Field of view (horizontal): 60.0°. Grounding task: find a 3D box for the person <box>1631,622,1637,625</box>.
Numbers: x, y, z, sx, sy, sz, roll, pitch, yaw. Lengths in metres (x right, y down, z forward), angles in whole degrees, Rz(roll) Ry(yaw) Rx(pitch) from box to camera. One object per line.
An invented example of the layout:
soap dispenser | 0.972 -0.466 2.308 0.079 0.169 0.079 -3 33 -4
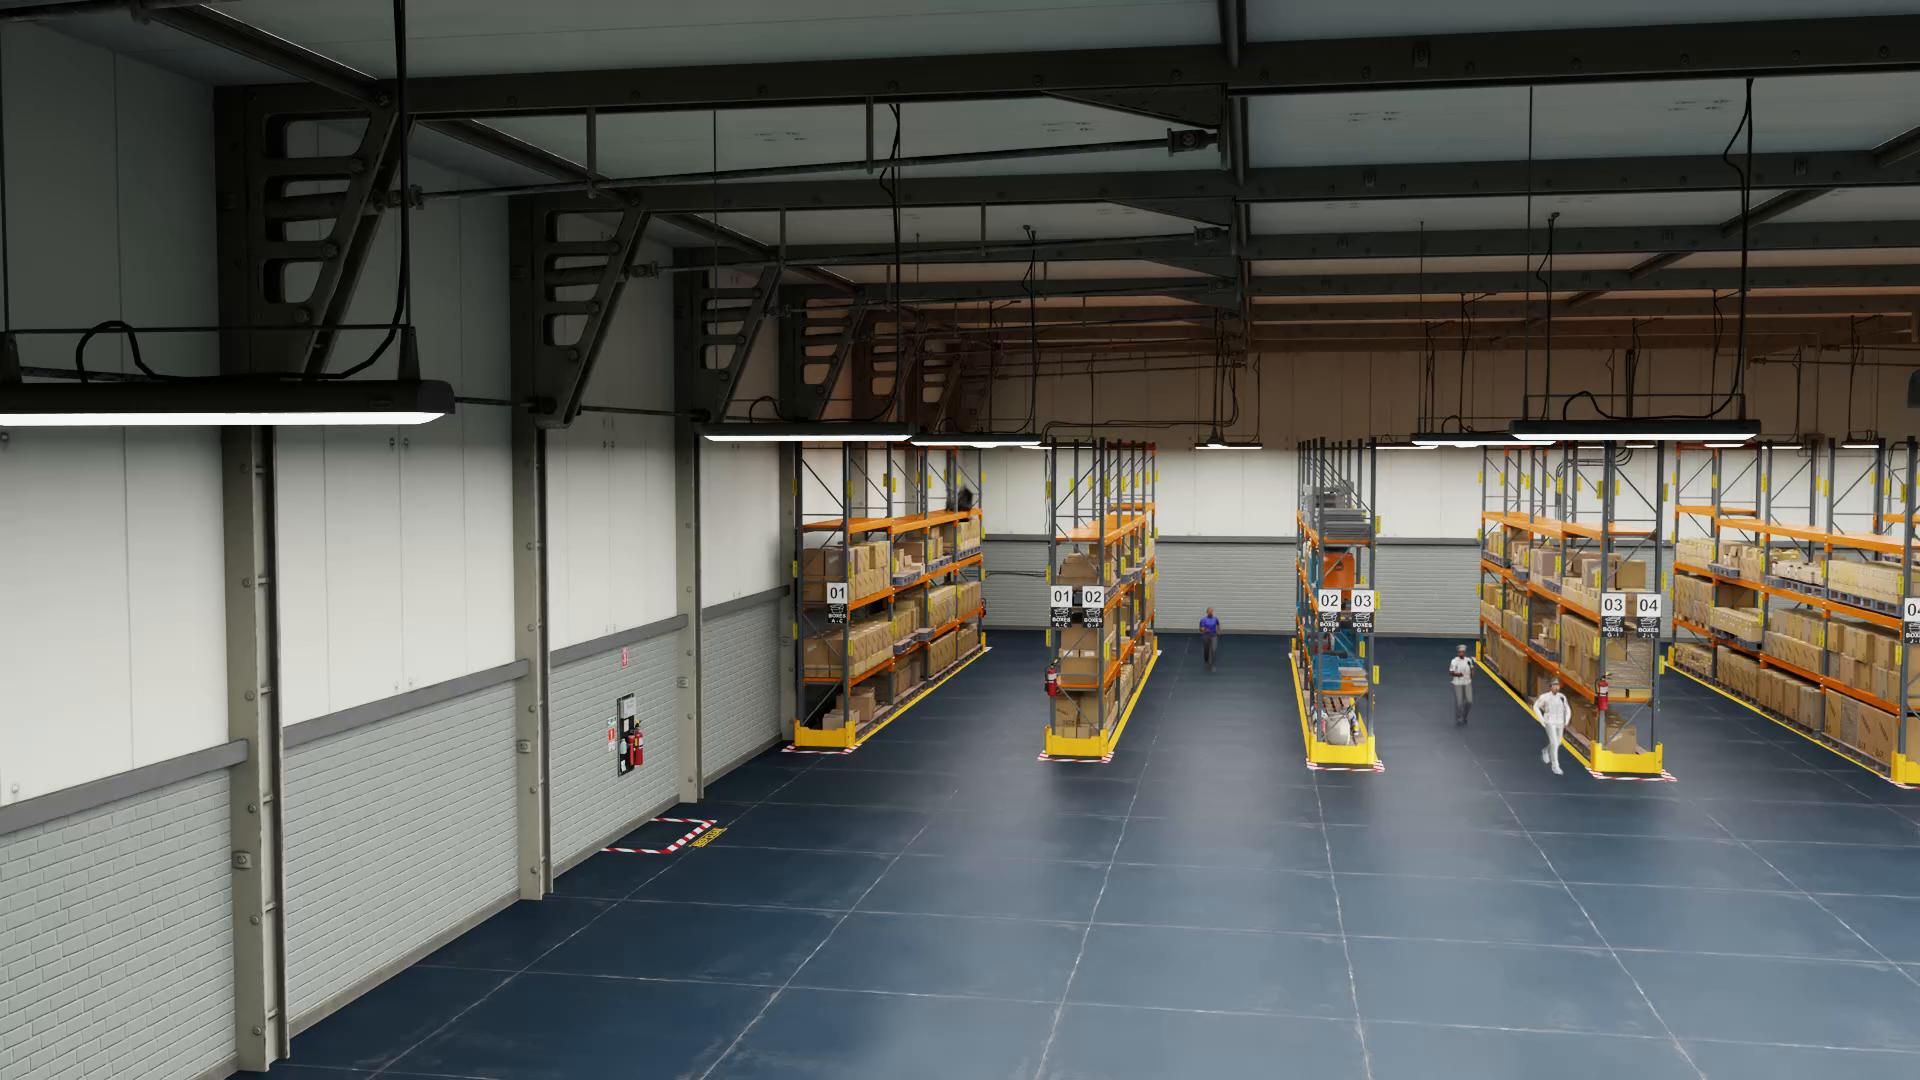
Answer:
person | 18.131 2.445 45.251 0.677 1.701 0.694 -2 4 -31

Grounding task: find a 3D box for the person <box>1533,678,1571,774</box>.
person | 10.649 3.304 29.902 0.637 1.693 0.796 0 3 -8

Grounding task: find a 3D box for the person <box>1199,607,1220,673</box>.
person | 6.509 2.585 43.348 0.572 1.671 0.934 0 3 2

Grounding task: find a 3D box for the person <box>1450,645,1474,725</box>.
person | 10.545 3.041 34.837 0.557 1.700 0.628 0 3 1
